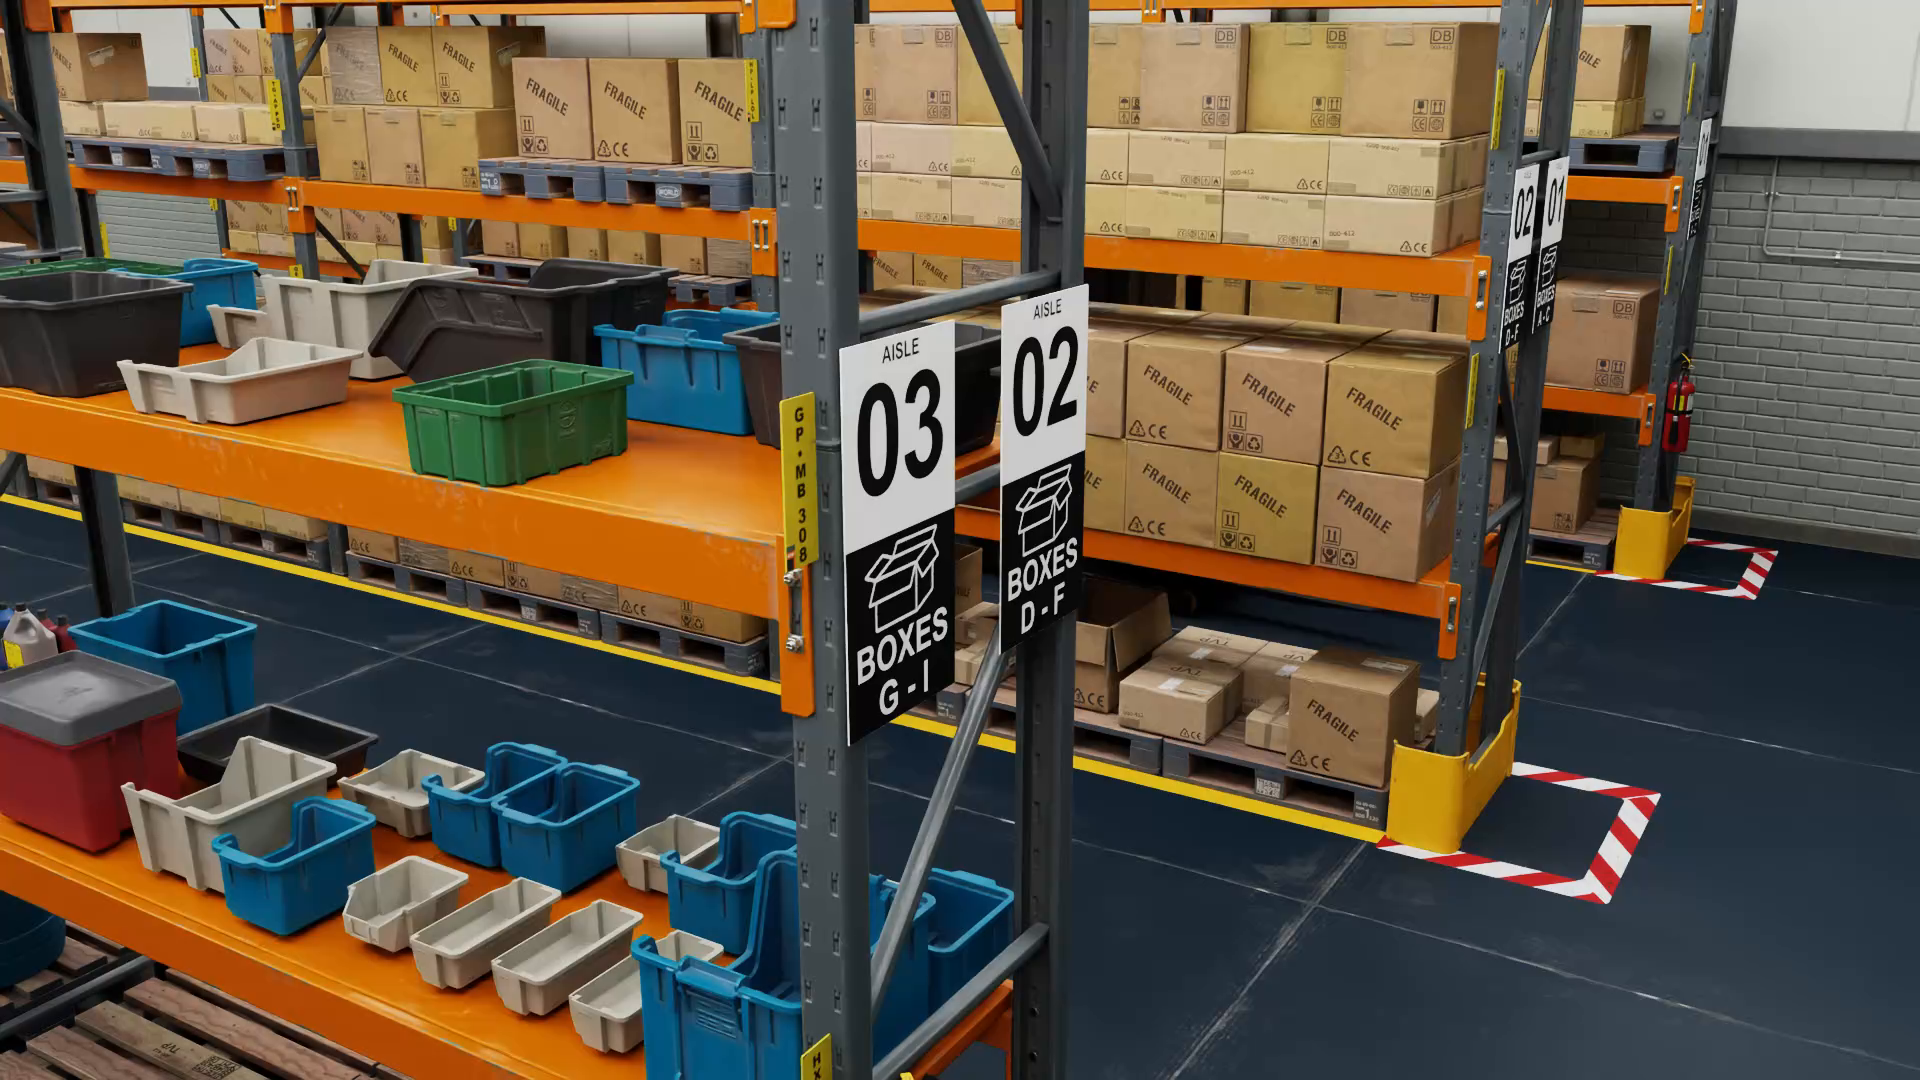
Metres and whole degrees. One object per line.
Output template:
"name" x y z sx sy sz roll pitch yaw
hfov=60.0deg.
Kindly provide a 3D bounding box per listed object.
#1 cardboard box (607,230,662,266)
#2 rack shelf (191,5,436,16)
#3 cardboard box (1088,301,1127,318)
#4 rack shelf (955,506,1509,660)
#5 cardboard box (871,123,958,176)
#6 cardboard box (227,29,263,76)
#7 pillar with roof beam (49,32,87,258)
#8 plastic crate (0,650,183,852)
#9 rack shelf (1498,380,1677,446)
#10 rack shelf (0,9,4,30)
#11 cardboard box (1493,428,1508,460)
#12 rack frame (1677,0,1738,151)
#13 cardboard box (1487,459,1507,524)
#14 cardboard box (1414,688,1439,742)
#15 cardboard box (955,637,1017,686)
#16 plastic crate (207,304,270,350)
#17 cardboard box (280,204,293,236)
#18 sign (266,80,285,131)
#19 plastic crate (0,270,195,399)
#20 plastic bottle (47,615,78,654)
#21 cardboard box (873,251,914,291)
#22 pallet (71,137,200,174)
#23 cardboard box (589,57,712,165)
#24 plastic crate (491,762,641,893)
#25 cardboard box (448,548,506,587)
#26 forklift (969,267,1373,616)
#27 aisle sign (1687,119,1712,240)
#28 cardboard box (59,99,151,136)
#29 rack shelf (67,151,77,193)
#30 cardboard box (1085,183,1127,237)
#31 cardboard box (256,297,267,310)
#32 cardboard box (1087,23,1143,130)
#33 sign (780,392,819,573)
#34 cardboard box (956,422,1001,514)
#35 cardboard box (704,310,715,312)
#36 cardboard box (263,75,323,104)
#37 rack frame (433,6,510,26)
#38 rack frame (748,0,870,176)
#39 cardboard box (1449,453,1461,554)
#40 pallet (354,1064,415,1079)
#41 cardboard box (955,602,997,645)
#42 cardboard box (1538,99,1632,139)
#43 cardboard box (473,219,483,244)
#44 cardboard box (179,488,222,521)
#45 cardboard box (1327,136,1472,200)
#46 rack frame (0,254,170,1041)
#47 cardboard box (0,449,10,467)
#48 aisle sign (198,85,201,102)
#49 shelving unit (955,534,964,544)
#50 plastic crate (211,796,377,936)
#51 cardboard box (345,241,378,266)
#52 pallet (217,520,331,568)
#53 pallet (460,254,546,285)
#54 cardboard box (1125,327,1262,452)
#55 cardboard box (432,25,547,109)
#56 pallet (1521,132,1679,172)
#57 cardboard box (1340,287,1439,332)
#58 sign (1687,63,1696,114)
"cardboard box" -3.135 -3.042 16.806 0.500 0.500 0.700 10 20 30
"rack shelf" -6.769 -5.968 18.289 4.000 0.370 1.077 10 20 30
"cardboard box" 0.597 -1.054 9.299 0.500 0.500 0.500 10 20 30
"rack shelf" 0.868 -0.046 9.111 4.000 0.370 1.077 10 20 30
"cardboard box" -0.125 -2.087 8.826 0.500 0.250 0.500 10 20 30
"cardboard box" -7.871 -5.511 18.776 0.500 0.500 0.500 10 19 29
"pillar with roof beam" -14.789 -6.572 19.035 0.400 9.000 9.100 10 20 30
"plastic crate" -2.803 0.670 5.302 0.583 0.464 0.402 10 20 30
"rack shelf" 3.457 -1.274 13.152 4.000 0.370 1.077 10 20 30
"rack shelf" -5.136 -2.108 6.263 4.000 0.370 1.077 10 20 30
"cardboard box" 4.089 -0.724 12.566 0.250 0.149 0.380 11 20 32
"rack frame" 5.161 -4.184 11.174 0.127 3.000 1.000 10 20 30
"cardboard box" 4.086 -0.477 12.868 0.500 0.500 0.700 10 20 30
"cardboard box" 2.395 0.918 8.845 0.250 0.149 0.380 10 20 30
"cardboard box" 0.150 0.697 9.544 0.250 0.166 0.380 10 20 30
"plastic crate" -2.149 -0.679 5.247 0.466 0.136 0.293 10 20 30
"cardboard box" -7.370 -3.739 18.964 0.500 0.500 0.500 9 19 28
"sign" -4.543 -2.888 11.040 0.005 0.325 0.100 10 20 30
"plastic crate" -2.517 -0.585 4.709 0.590 0.269 0.497 10 20 30
"plastic bottle" -3.521 0.426 6.520 0.133 0.283 0.061 10 20 30
"cardboard box" -0.512 -2.436 15.020 0.500 0.500 0.500 10 20 30
"pallet" -5.825 -2.899 12.427 1.213 0.211 1.003 11 20 33
"cardboard box" -1.809 -2.618 10.110 0.600 0.600 0.600 10 19 29
"plastic crate" -1.184 0.872 5.035 0.300 0.233 0.416 10 20 30
"cardboard box" -3.133 -0.022 11.337 0.500 0.500 0.500 10 19 29
"forklift" 1.566 -1.068 11.355 3.031 2.935 1.130 11 20 33
"aisle sign" 5.065 -2.473 11.387 0.004 0.787 0.394 10 20 30
"cardboard box" -6.664 -3.297 12.950 0.500 0.250 0.500 8 19 25
"rack shelf" -9.358 -3.307 14.684 4.000 0.370 1.077 10 20 30
"cardboard box" 0.725 -1.694 8.396 0.500 0.250 0.500 10 20 30
"cardboard box" -5.684 -1.602 12.823 0.500 0.500 0.500 9 19 27
"cardboard box" 0.884 -2.368 8.462 0.500 0.500 0.700 10 20 30
"sign" -0.298 -0.107 3.091 0.005 0.325 0.100 10 20 30
"cardboard box" 0.318 -0.444 9.010 0.500 0.500 0.500 10 20 30
"cardboard box" -1.742 -1.160 10.645 0.500 0.500 0.700 14 22 39
"cardboard box" -7.435 -4.959 18.678 0.500 0.500 0.500 11 20 33
"rack frame" -5.064 -6.010 17.183 0.127 3.000 1.000 10 20 30
"rack frame" -0.837 -3.565 9.136 0.127 3.000 1.000 10 20 30
"cardboard box" 2.332 -0.267 8.428 0.500 0.500 0.500 11 20 31
"pallet" -1.742 2.153 5.430 1.213 0.211 1.003 10 20 30
"cardboard box" 0.148 0.517 10.166 0.250 0.149 0.380 10 20 30
"cardboard box" 4.398 -2.972 11.706 0.500 0.250 0.500 11 20 32
"cardboard box" -5.356 -3.559 18.370 0.500 0.500 0.500 10 19 29
"cardboard box" -5.689 -0.363 12.924 0.500 0.250 0.500 11 20 31
"cardboard box" 2.001 -1.704 7.568 0.500 0.250 0.500 10 20 30
"rack frame" -3.432 0.531 5.971 0.127 3.000 1.000 10 20 30
"cardboard box" -8.163 -0.813 14.407 0.500 0.250 0.500 10 20 30
"aisle sign" -8.691 -4.928 19.471 0.004 0.787 0.394 10 20 30
"shelving unit" -0.012 -0.576 12.714 0.189 1.200 0.258 10 20 30
"plastic crate" -1.908 0.942 4.803 0.300 0.233 0.416 10 20 30
"cardboard box" -6.484 -3.225 18.559 0.500 0.250 0.500 10 20 30
"pallet" -4.926 -0.104 12.860 1.213 0.211 1.003 10 20 30
"pallet" -4.489 -2.895 17.581 1.213 0.211 1.003 10 20 30
"cardboard box" 1.173 -0.767 8.352 0.500 0.500 0.500 11 20 32
"cardboard box" -3.008 -3.042 10.681 0.500 0.500 0.500 10 20 30
"pallet" 4.523 -2.817 11.986 1.213 0.211 1.003 10 20 30
"cardboard box" 3.451 -1.759 12.994 0.700 0.700 0.980 9 19 27
"sign" 4.865 -3.003 11.057 0.005 0.325 0.100 10 20 30
